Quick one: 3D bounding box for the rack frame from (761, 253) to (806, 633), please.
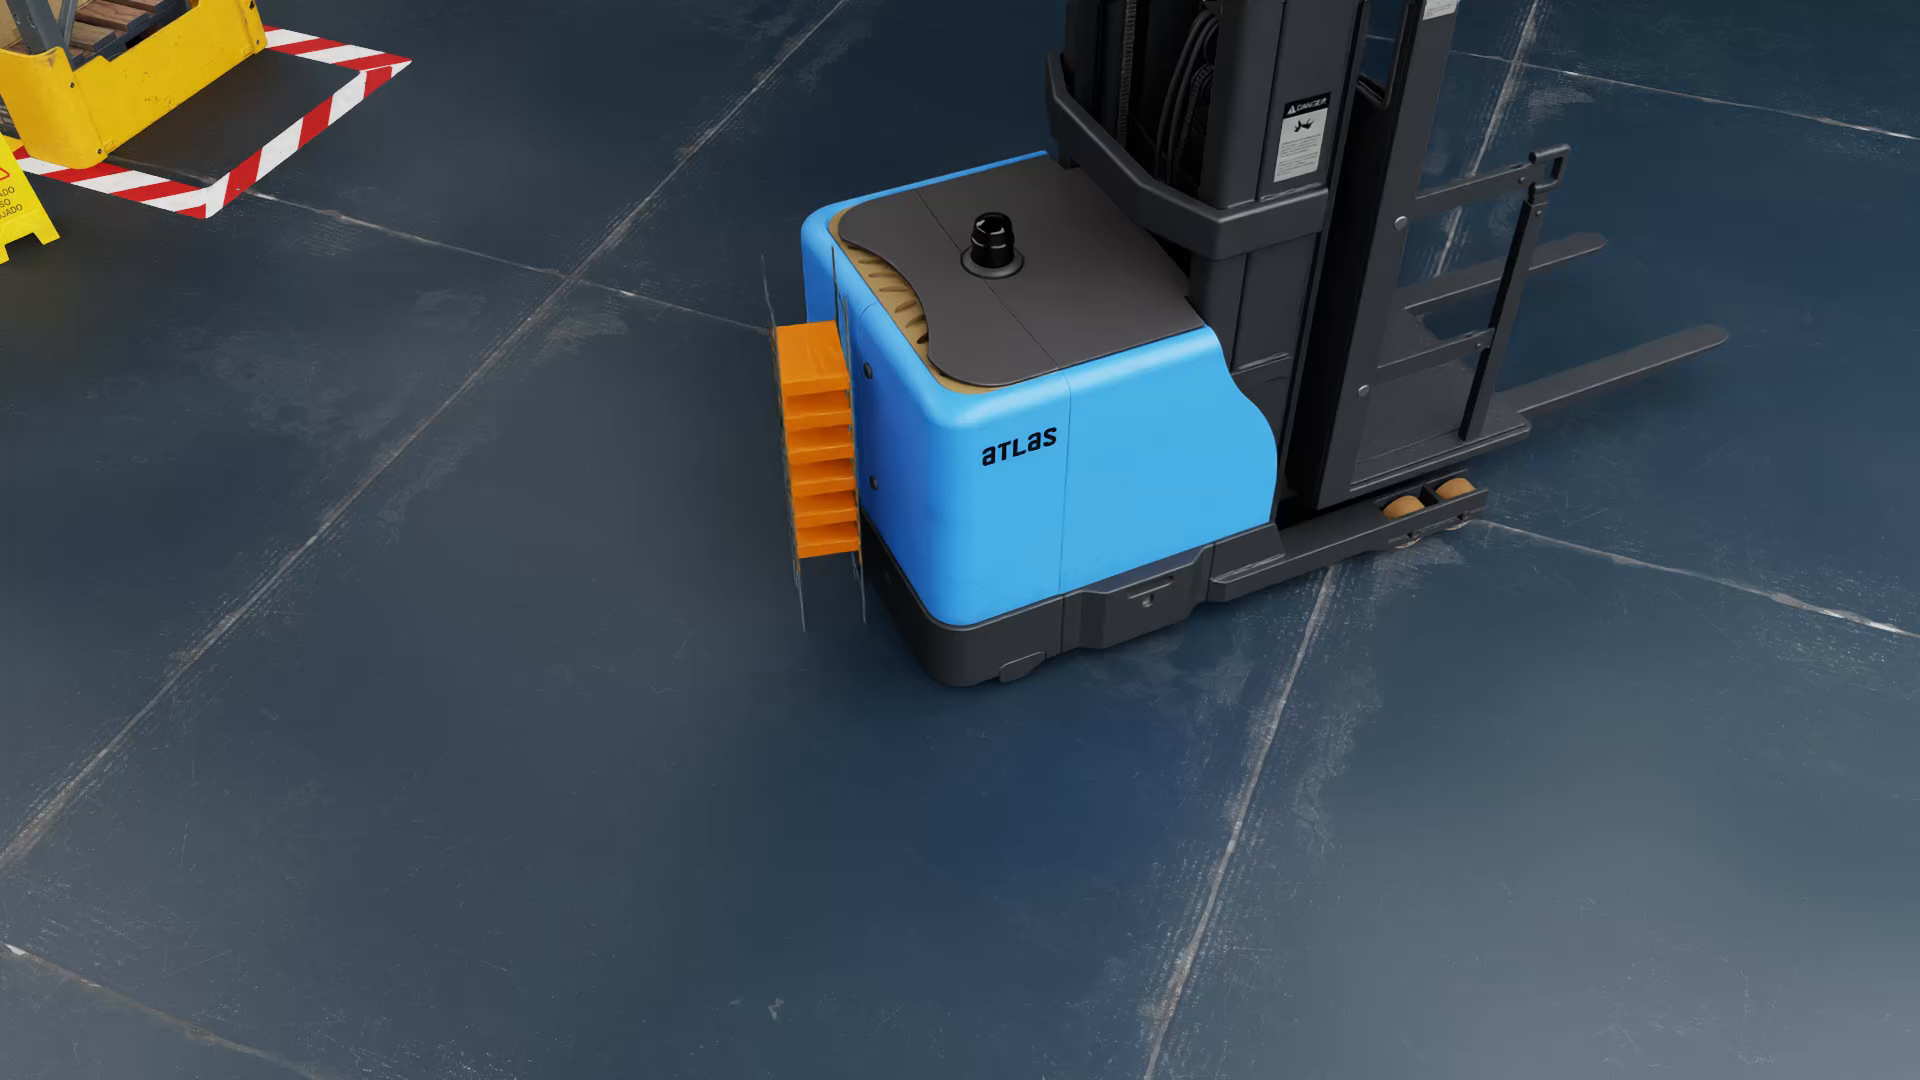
[{"bbox_3d":[-0.488,-0.231,4.632,0.006,1.200,0.240,-8,45,-8],"label":"rack frame"}]

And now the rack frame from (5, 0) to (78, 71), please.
[{"bbox_3d":[-3.414,-2.964,6.102,0.127,3.000,1.000,16,47,16],"label":"rack frame"}]

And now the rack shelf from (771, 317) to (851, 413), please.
[{"bbox_3d":[-0.398,-0.467,4.422,0.180,0.103,0.258,-8,45,-8],"label":"rack shelf"}]

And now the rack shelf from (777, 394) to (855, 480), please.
[{"bbox_3d":[-0.398,-0.297,4.591,0.180,0.103,0.258,-8,45,-8],"label":"rack shelf"}]

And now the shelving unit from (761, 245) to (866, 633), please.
[{"bbox_3d":[-0.398,-0.244,4.644,0.189,1.200,0.258,-8,45,-8],"label":"shelving unit"}]

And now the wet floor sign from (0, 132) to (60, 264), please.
[{"bbox_3d":[-3.651,-1.381,6.180,0.232,0.644,0.267,33,54,29],"label":"wet floor sign"}]

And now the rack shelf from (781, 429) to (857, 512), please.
[{"bbox_3d":[-0.398,-0.212,4.676,0.180,0.103,0.258,-8,45,-8],"label":"rack shelf"}]

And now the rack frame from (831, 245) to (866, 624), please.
[{"bbox_3d":[-0.309,-0.256,4.657,0.006,1.200,0.240,-8,45,-8],"label":"rack frame"}]

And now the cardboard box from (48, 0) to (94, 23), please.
[{"bbox_3d":[-4.052,-2.537,7.325,0.500,0.250,0.500,16,47,16],"label":"cardboard box"}]

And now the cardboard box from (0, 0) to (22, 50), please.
[{"bbox_3d":[-4.286,-2.189,6.975,0.500,0.250,0.500,16,47,16],"label":"cardboard box"}]

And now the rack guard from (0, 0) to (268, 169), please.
[{"bbox_3d":[-3.484,-2.098,7.004,0.348,0.500,1.175,16,47,16],"label":"rack guard"}]

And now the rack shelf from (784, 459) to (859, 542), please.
[{"bbox_3d":[-0.398,-0.127,4.760,0.180,0.103,0.258,-8,45,-8],"label":"rack shelf"}]

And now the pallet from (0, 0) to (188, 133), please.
[{"bbox_3d":[-4.221,-2.239,7.351,1.213,0.211,1.003,16,47,16],"label":"pallet"}]

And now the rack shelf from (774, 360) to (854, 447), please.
[{"bbox_3d":[-0.398,-0.382,4.506,0.180,0.103,0.258,-8,45,-8],"label":"rack shelf"}]

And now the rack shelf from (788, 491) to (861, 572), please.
[{"bbox_3d":[-0.398,-0.042,4.845,0.180,0.103,0.258,-8,45,-8],"label":"rack shelf"}]

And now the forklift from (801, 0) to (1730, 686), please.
[{"bbox_3d":[1.097,-1.334,4.512,3.031,2.935,1.130,-18,48,-17],"label":"forklift"}]
